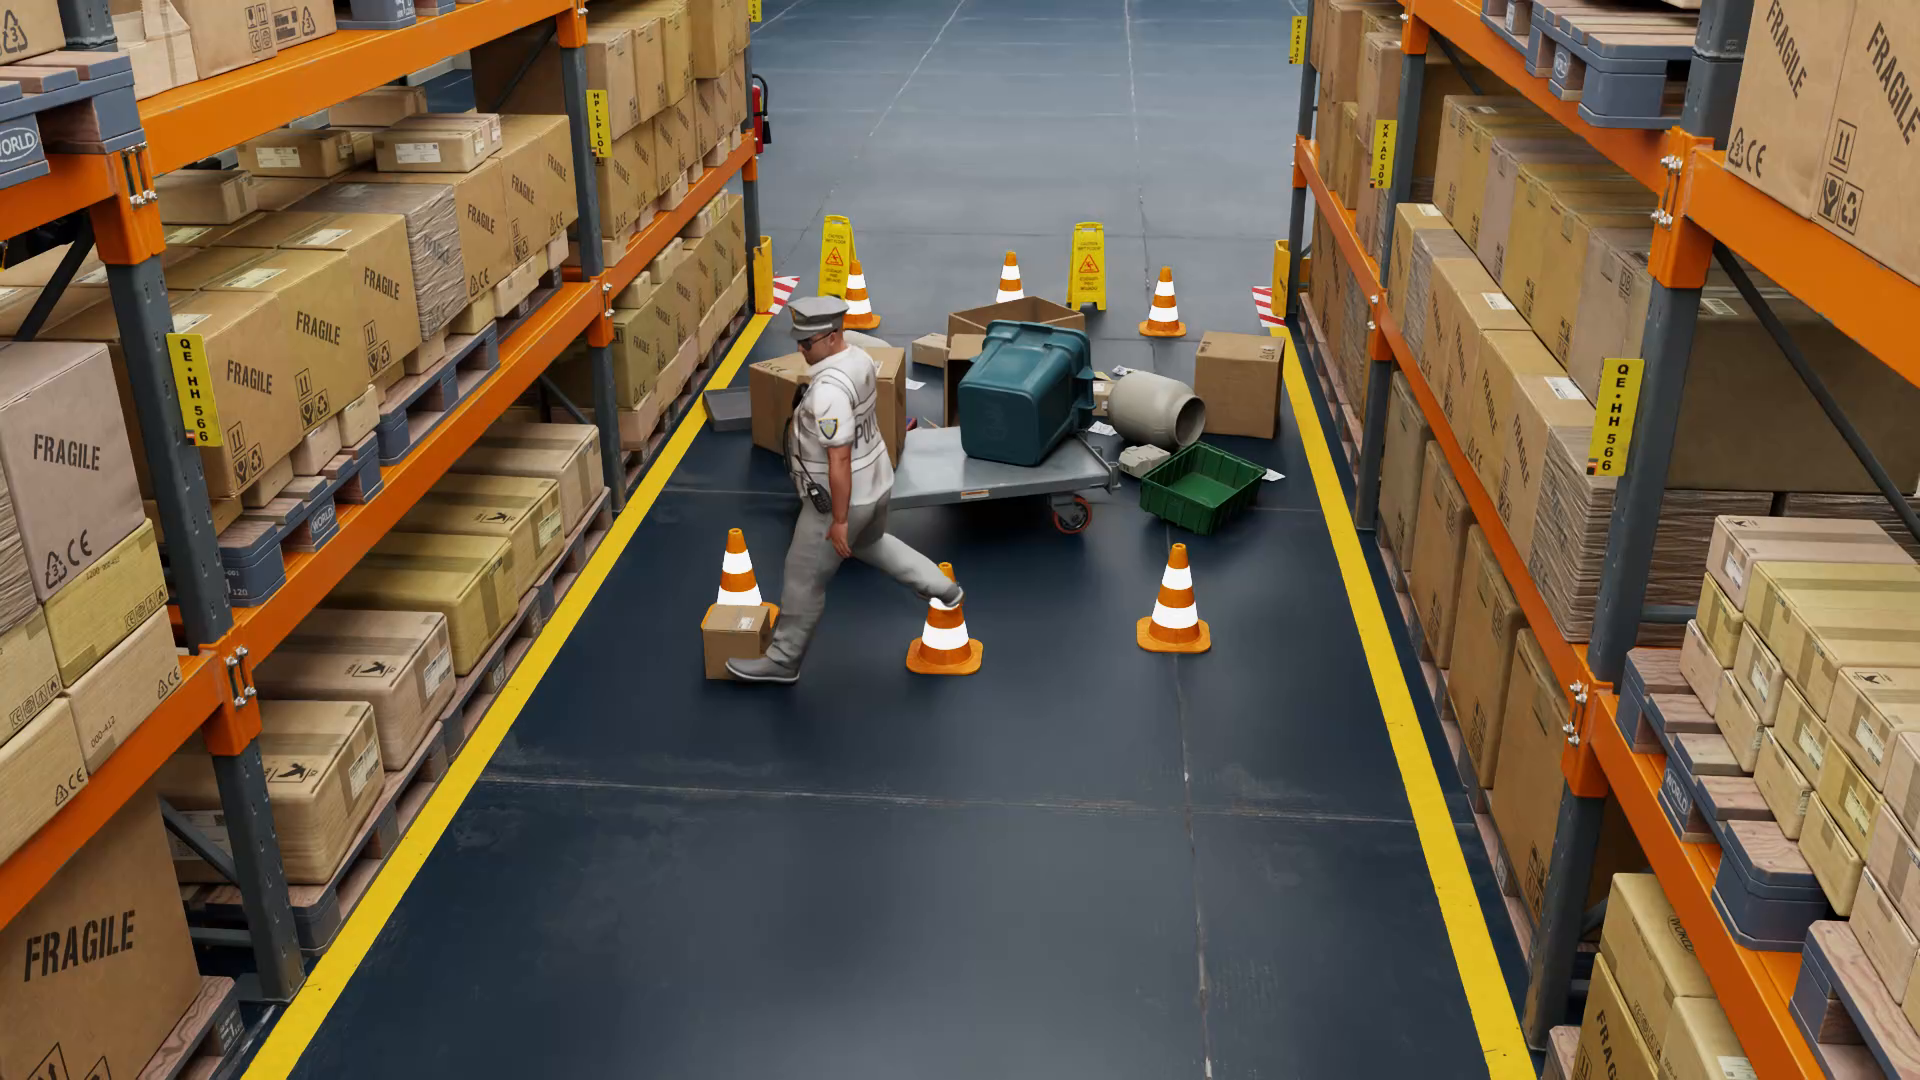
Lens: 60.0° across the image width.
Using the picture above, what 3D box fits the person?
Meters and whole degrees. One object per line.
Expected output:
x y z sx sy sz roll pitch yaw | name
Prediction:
-0.487 -0.223 7.107 0.957 1.712 0.676 8 25 17 | person
